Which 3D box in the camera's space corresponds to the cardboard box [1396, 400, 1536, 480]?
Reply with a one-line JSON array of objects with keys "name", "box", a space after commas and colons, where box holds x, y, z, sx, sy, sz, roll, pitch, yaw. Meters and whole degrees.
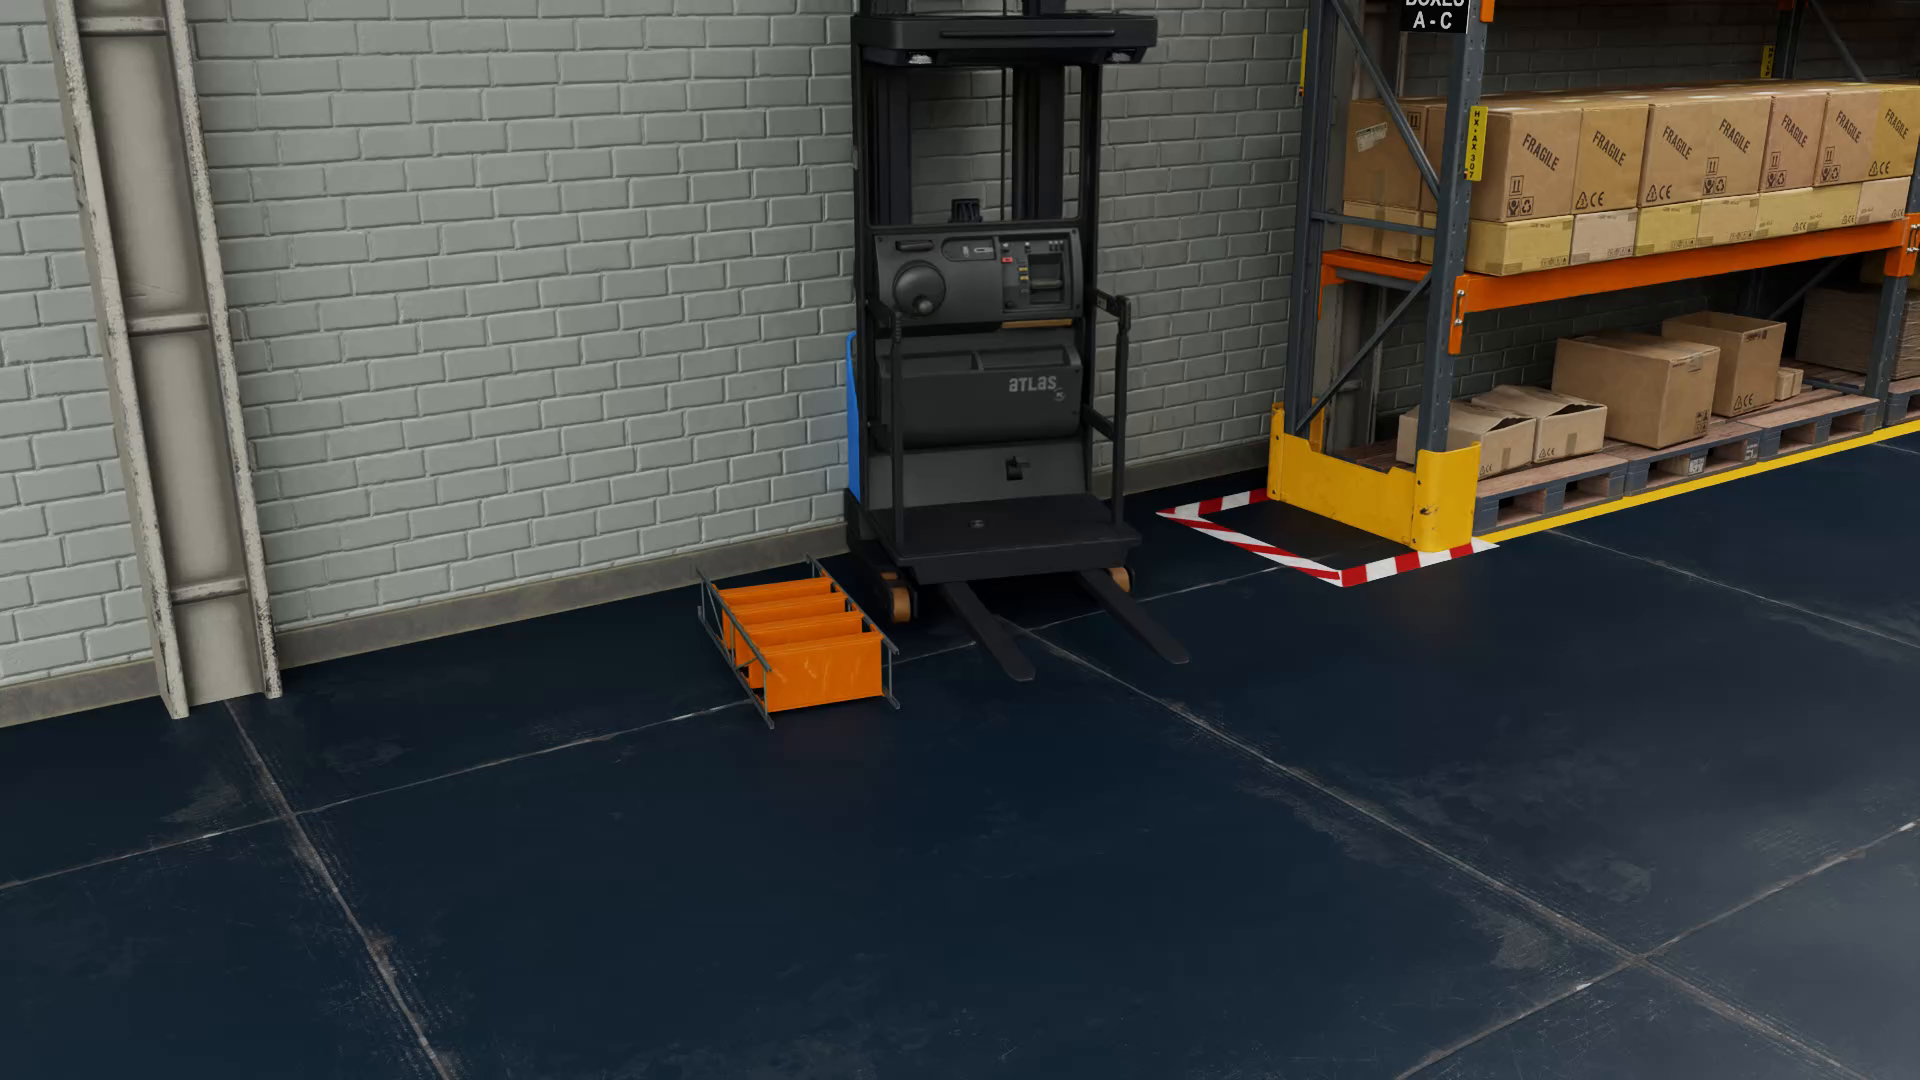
[{"name": "cardboard box", "box": [2.653, -0.557, 8.720, 0.500, 0.311, 0.500, -15, 24, -37]}]

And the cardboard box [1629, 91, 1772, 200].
[{"name": "cardboard box", "box": [3.868, -2.090, 8.775, 0.500, 0.500, 0.500, -11, 22, -30]}]

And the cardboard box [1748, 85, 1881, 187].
[{"name": "cardboard box", "box": [4.728, -2.267, 9.300, 0.500, 0.500, 0.500, -12, 22, -32]}]

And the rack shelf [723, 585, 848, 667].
[{"name": "rack shelf", "box": [-0.702, 0.352, 6.744, 0.480, 0.258, 0.148, -7, 20, -20]}]

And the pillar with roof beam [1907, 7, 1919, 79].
[{"name": "pillar with roof beam", "box": [9.513, -4.627, 7.879, 0.400, 9.000, 9.100, -12, 22, -31]}]

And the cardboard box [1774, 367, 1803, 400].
[{"name": "cardboard box", "box": [4.936, -0.993, 10.236, 0.250, 0.166, 0.380, -16, 24, -38]}]

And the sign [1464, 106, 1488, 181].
[{"name": "sign", "box": [2.324, -1.790, 7.503, 0.005, 0.325, 0.100, -12, 22, -31]}]

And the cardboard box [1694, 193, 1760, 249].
[{"name": "cardboard box", "box": [3.886, -1.736, 8.899, 0.500, 0.250, 0.500, -12, 22, -31]}]

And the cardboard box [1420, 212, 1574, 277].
[{"name": "cardboard box", "box": [2.608, -1.464, 8.095, 0.500, 0.250, 0.500, -13, 22, -33]}]

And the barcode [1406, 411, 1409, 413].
[{"name": "barcode", "box": [2.448, -0.672, 9.045, 0.075, 0.075, 0.001, -12, 22, -31]}]

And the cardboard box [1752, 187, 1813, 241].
[{"name": "cardboard box", "box": [4.305, -1.825, 9.162, 0.500, 0.250, 0.500, -12, 22, -32]}]

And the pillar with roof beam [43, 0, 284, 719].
[{"name": "pillar with roof beam", "box": [-0.509, -2.513, 1.627, 0.400, 9.000, 9.100, -12, 22, -31]}]

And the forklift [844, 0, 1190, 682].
[{"name": "forklift", "box": [0.145, -1.163, 7.107, 1.130, 2.935, 3.031, -5, 19, -14]}]

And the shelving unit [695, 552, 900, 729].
[{"name": "shelving unit", "box": [-0.678, 0.372, 6.684, 0.503, 0.258, 1.200, -7, 20, -20]}]

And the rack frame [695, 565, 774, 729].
[{"name": "rack frame", "box": [-0.906, 0.400, 6.601, 0.015, 0.240, 1.200, -7, 20, -20]}]

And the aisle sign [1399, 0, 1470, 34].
[{"name": "aisle sign", "box": [2.131, -2.663, 7.380, 0.004, 0.787, 0.394, -12, 22, -31]}]

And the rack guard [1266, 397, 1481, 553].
[{"name": "rack guard", "box": [2.089, -0.354, 8.511, 0.348, 0.500, 1.175, -12, 22, -31]}]

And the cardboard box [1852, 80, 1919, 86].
[{"name": "cardboard box", "box": [5.810, -2.565, 10.307, 0.500, 0.500, 0.700, -12, 22, -31]}]

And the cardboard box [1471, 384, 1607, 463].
[{"name": "cardboard box", "box": [3.129, -0.657, 9.017, 0.500, 0.311, 0.500, -10, 21, -27]}]

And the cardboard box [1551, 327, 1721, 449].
[{"name": "cardboard box", "box": [3.770, -0.863, 9.330, 0.500, 0.500, 0.700, -14, 23, -35]}]

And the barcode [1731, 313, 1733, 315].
[{"name": "barcode", "box": [4.784, -1.374, 10.342, 0.075, 0.075, 0.001, -12, 22, -31]}]

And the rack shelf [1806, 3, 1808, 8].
[{"name": "rack shelf", "box": [7.037, -3.662, 10.832, 4.000, 0.370, 1.077, -12, 22, -31]}]

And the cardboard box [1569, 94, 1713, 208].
[{"name": "cardboard box", "box": [3.443, -1.996, 8.496, 0.500, 0.500, 0.500, -13, 22, -33]}]

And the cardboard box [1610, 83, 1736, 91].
[{"name": "cardboard box", "box": [4.006, -2.319, 9.454, 0.500, 0.500, 0.500, -11, 22, -30]}]

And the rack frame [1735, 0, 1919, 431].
[{"name": "rack frame", "box": [5.367, -2.229, 10.155, 0.127, 3.000, 1.000, -12, 22, -31]}]

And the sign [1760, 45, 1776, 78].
[{"name": "sign", "box": [5.058, -2.925, 10.407, 0.005, 0.325, 0.100, -12, 22, -31]}]

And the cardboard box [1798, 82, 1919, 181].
[{"name": "cardboard box", "box": [5.142, -2.357, 9.565, 0.500, 0.500, 0.500, -12, 22, -32]}]

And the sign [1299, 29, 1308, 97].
[{"name": "sign", "box": [1.737, -2.375, 8.284, 0.005, 0.325, 0.100, -12, 22, -31]}]

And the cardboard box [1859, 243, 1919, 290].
[{"name": "cardboard box", "box": [6.338, -1.821, 10.994, 0.500, 0.250, 0.500, -12, 22, -33]}]

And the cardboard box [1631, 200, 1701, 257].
[{"name": "cardboard box", "box": [3.463, -1.647, 8.637, 0.500, 0.250, 0.500, -12, 22, -32]}]

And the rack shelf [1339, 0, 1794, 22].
[{"name": "rack shelf", "box": [3.696, -2.957, 8.748, 4.000, 0.370, 1.077, -12, 22, -31]}]

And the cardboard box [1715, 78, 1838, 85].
[{"name": "cardboard box", "box": [4.859, -2.496, 9.976, 0.500, 0.500, 0.500, -13, 22, -33]}]

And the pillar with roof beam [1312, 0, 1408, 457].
[{"name": "pillar with roof beam", "box": [4.502, -3.570, 4.753, 0.400, 9.000, 9.100, -12, 22, -31]}]

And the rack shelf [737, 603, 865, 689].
[{"name": "rack shelf", "box": [-0.622, 0.419, 6.546, 0.480, 0.258, 0.148, -7, 20, -20]}]

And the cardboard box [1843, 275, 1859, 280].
[{"name": "cardboard box", "box": [6.376, -1.492, 11.190, 0.500, 0.500, 0.700, -12, 22, -32]}]

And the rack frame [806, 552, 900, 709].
[{"name": "rack frame", "box": [-0.450, 0.344, 6.767, 0.015, 0.240, 1.200, -7, 20, -20]}]

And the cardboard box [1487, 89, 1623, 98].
[{"name": "cardboard box", "box": [3.158, -2.136, 8.913, 0.500, 0.500, 0.500, -13, 22, -33]}]

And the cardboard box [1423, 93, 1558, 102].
[{"name": "cardboard box", "box": [2.728, -2.044, 8.640, 0.500, 0.500, 0.500, -12, 22, -31]}]

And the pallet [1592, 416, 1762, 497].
[{"name": "pallet", "box": [3.805, -0.564, 9.584, 1.213, 0.211, 1.003, -12, 22, -31]}]

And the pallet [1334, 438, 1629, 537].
[{"name": "pallet", "box": [2.787, -0.351, 8.952, 1.213, 0.211, 1.003, -12, 22, -31]}]

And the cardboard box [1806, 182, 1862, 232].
[{"name": "cardboard box", "box": [4.717, -1.918, 9.436, 0.500, 0.250, 0.500, -12, 22, -31]}]

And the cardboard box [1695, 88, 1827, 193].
[{"name": "cardboard box", "box": [4.302, -2.182, 9.046, 0.500, 0.500, 0.500, -13, 22, -33]}]

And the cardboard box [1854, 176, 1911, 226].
[{"name": "cardboard box", "box": [5.138, -2.003, 9.689, 0.500, 0.250, 0.500, -12, 22, -31]}]

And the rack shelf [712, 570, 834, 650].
[{"name": "rack shelf", "box": [-0.774, 0.293, 6.919, 0.480, 0.258, 0.148, -7, 20, -20]}]

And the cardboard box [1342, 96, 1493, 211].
[{"name": "cardboard box", "box": [2.303, -1.958, 8.385, 0.500, 0.500, 0.500, -12, 22, -32]}]

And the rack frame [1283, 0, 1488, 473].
[{"name": "rack frame", "box": [2.026, -1.525, 8.071, 0.127, 3.000, 1.000, -12, 22, -31]}]

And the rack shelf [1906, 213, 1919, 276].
[{"name": "rack shelf", "box": [7.037, -2.241, 11.312, 4.000, 0.370, 1.077, -12, 22, -31]}]

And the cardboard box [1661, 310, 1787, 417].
[{"name": "cardboard box", "box": [4.522, -1.060, 9.912, 0.500, 0.500, 0.500, -14, 23, -35]}]

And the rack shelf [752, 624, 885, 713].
[{"name": "rack shelf", "box": [-0.537, 0.490, 6.337, 0.480, 0.258, 0.148, -7, 20, -20]}]

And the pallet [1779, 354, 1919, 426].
[{"name": "pallet", "box": [6.016, -1.046, 11.008, 1.213, 0.211, 1.003, -12, 22, -31]}]

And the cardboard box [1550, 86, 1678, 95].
[{"name": "cardboard box", "box": [3.578, -2.225, 9.175, 0.500, 0.500, 0.500, -12, 22, -31]}]

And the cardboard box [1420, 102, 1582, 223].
[{"name": "cardboard box", "box": [2.590, -1.822, 7.983, 0.500, 0.500, 0.500, -12, 22, -31]}]

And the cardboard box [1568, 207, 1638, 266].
[{"name": "cardboard box", "box": [3.034, -1.559, 8.377, 0.500, 0.250, 0.500, -13, 22, -33]}]

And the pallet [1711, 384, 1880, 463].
[{"name": "pallet", "box": [4.825, -0.780, 10.224, 1.213, 0.211, 1.003, -12, 22, -31]}]

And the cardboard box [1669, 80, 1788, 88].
[{"name": "cardboard box", "box": [4.425, -2.406, 9.709, 0.500, 0.500, 0.500, -12, 22, -32]}]

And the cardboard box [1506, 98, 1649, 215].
[{"name": "cardboard box", "box": [3.008, -1.906, 8.232, 0.500, 0.500, 0.500, -12, 22, -31]}]

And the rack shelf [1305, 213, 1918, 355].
[{"name": "rack shelf", "box": [3.696, -1.536, 9.228, 4.000, 0.370, 1.077, -12, 22, -31]}]

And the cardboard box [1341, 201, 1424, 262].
[{"name": "cardboard box", "box": [2.310, -1.597, 8.489, 0.500, 0.250, 0.500, -12, 22, -31]}]

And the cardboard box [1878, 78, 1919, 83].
[{"name": "cardboard box", "box": [6.281, -2.662, 10.592, 0.500, 0.500, 0.700, -9, 21, -26]}]

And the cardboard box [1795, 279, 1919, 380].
[{"name": "cardboard box", "box": [5.972, -1.388, 10.881, 0.500, 0.500, 0.700, -11, 22, -30]}]
